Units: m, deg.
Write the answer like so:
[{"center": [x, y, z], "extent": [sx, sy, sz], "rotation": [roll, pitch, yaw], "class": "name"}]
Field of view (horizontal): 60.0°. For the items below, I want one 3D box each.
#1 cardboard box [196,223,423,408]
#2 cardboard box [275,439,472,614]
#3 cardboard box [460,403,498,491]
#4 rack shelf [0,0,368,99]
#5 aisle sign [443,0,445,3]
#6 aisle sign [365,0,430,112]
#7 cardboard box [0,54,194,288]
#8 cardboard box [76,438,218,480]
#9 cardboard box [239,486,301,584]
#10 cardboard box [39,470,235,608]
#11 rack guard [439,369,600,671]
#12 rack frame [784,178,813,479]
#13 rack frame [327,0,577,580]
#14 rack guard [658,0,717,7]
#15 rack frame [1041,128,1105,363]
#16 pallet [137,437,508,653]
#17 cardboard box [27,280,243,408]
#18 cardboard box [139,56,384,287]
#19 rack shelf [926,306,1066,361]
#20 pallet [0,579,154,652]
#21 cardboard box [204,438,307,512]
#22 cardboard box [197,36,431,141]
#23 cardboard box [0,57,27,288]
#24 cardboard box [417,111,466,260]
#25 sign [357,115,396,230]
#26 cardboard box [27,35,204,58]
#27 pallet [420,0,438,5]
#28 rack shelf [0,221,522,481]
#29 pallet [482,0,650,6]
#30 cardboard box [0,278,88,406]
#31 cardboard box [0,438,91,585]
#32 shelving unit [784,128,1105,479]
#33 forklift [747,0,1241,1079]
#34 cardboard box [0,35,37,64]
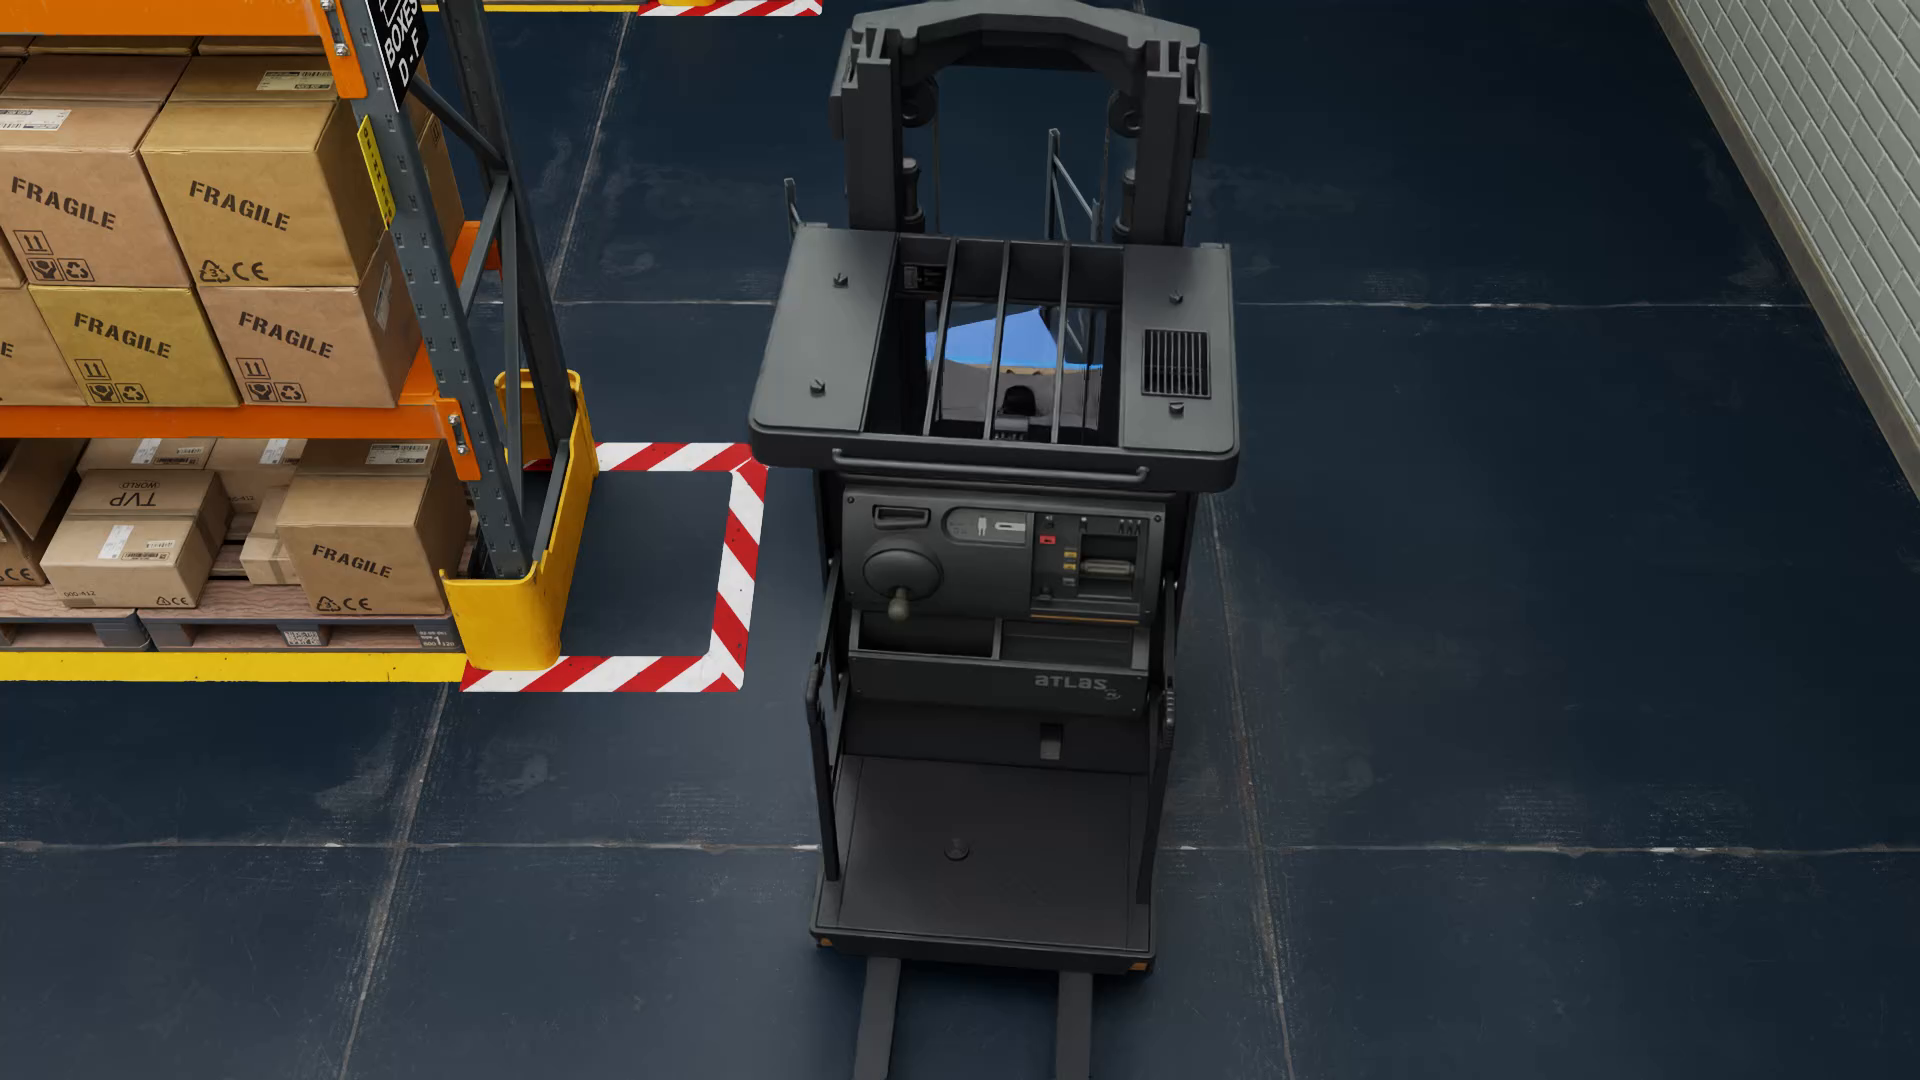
[{"center": [-2.090, -0.786, 5.445], "extent": [0.500, 0.500, 0.500], "rotation": [1, 47, 1], "class": "cardboard box"}, {"center": [-2.186, -0.069, 6.253], "extent": [0.500, 0.500, 0.500], "rotation": [0, 47, 0], "class": "cardboard box"}, {"center": [-2.059, -0.381, 6.784], "extent": [0.250, 0.149, 0.380], "rotation": [0, 47, 0], "class": "cardboard box"}, {"center": [-3.641, -1.732, 4.836], "extent": [4.000, 0.370, 1.077], "rotation": [0, 47, 0], "class": "rack shelf"}, {"center": [-1.572, -2.051, 4.914], "extent": [0.004, 0.787, 0.394], "rotation": [0, 47, 0], "class": "aisle sign"}, {"center": [-1.574, -1.611, 4.505], "extent": [0.004, 0.787, 0.394], "rotation": [0, 47, 0], "class": "aisle sign"}, {"center": [-2.593, -1.125, 5.078], "extent": [0.500, 0.500, 0.500], "rotation": [1, 47, 1], "class": "cardboard box"}, {"center": [-3.184, -0.375, 6.708], "extent": [0.500, 0.250, 0.500], "rotation": [0, 47, 0], "class": "cardboard box"}, {"center": [-2.591, -0.023, 6.438], "extent": [0.250, 0.166, 0.380], "rotation": [0, 47, 0], "class": "cardboard box"}, {"center": [-3.136, -0.009, 6.368], "extent": [0.500, 0.250, 0.500], "rotation": [0, 47, 0], "class": "cardboard box"}, {"center": [-1.717, -0.099, 6.581], "extent": [0.348, 0.500, 1.175], "rotation": [0, 47, 0], "class": "rack guard"}, {"center": [-0.543, -0.619, 6.382], "extent": [0.032, 1.500, 0.500], "rotation": [-13, 49, -12], "class": "rack frame"}, {"center": [-1.641, -0.950, 5.666], "extent": [0.127, 3.000, 1.000], "rotation": [0, 47, 0], "class": "rack frame"}, {"center": [-1.603, -3.724, 9.956], "extent": [0.348, 0.500, 1.175], "rotation": [0, 47, 0], "class": "rack guard"}, {"center": [0.423, -0.851, 6.598], "extent": [0.032, 1.500, 0.500], "rotation": [-13, 49, -12], "class": "rack frame"}, {"center": [-2.515, -0.002, 6.688], "extent": [1.213, 0.211, 1.003], "rotation": [0, 47, 0], "class": "pallet"}, {"center": [-2.609, -0.785, 5.444], "extent": [0.500, 0.500, 0.500], "rotation": [1, 47, 0], "class": "cardboard box"}, {"center": [-2.088, -1.125, 5.077], "extent": [0.500, 0.500, 0.500], "rotation": [0, 47, 0], "class": "cardboard box"}, {"center": [-0.060, -0.612, 6.622], "extent": [1.000, 0.185, 0.538], "rotation": [-13, 49, -12], "class": "rack shelf"}, {"center": [-3.732, -0.007, 6.693], "extent": [1.213, 0.211, 1.003], "rotation": [0, 47, 0], "class": "pallet"}, {"center": [-2.684, -0.374, 6.707], "extent": [0.500, 0.250, 0.500], "rotation": [0, 47, 0], "class": "cardboard box"}, {"center": [-2.084, -1.519, 5.444], "extent": [0.500, 0.500, 0.500], "rotation": [1, 47, 1], "class": "cardboard box"}, {"center": [-3.111, -1.123, 5.076], "extent": [0.500, 0.500, 0.500], "rotation": [1, 47, 1], "class": "cardboard box"}, {"center": [-2.084, -1.178, 5.810], "extent": [0.500, 0.500, 0.500], "rotation": [1, 47, 1], "class": "cardboard box"}, {"center": [-1.664, -1.046, 4.748], "extent": [0.005, 0.325, 0.100], "rotation": [0, 47, 0], "class": "sign"}, {"center": [-2.607, -1.515, 5.440], "extent": [0.500, 0.500, 0.500], "rotation": [1, 47, 1], "class": "cardboard box"}, {"center": [-3.643, -3.576, 10.015], "extent": [1.213, 0.211, 1.003], "rotation": [0, 47, 0], "class": "pallet"}, {"center": [-3.641, -0.710, 5.934], "extent": [4.000, 0.370, 1.077], "rotation": [0, 47, 0], "class": "rack shelf"}, {"center": [-2.427, -3.571, 10.010], "extent": [1.213, 0.211, 1.003], "rotation": [0, 47, 0], "class": "pallet"}, {"center": [-3.108, -0.790, 5.449], "extent": [0.500, 0.500, 0.500], "rotation": [0, 47, 0], "class": "cardboard box"}, {"center": [-3.763, -0.259, 6.427], "extent": [0.637, 0.503, 0.797], "rotation": [0, 47, 0], "class": "cardboard box"}, {"center": [-0.060, -0.735, 6.490], "extent": [1.048, 1.500, 0.538], "rotation": [-13, 49, -12], "class": "shelving unit"}, {"center": [0.106, 0.156, 4.683], "extent": [1.130, 2.935, 3.031], "rotation": [4, 47, 3], "class": "forklift"}, {"center": [-3.107, -1.520, 5.445], "extent": [0.500, 0.500, 0.500], "rotation": [1, 47, 1], "class": "cardboard box"}]
